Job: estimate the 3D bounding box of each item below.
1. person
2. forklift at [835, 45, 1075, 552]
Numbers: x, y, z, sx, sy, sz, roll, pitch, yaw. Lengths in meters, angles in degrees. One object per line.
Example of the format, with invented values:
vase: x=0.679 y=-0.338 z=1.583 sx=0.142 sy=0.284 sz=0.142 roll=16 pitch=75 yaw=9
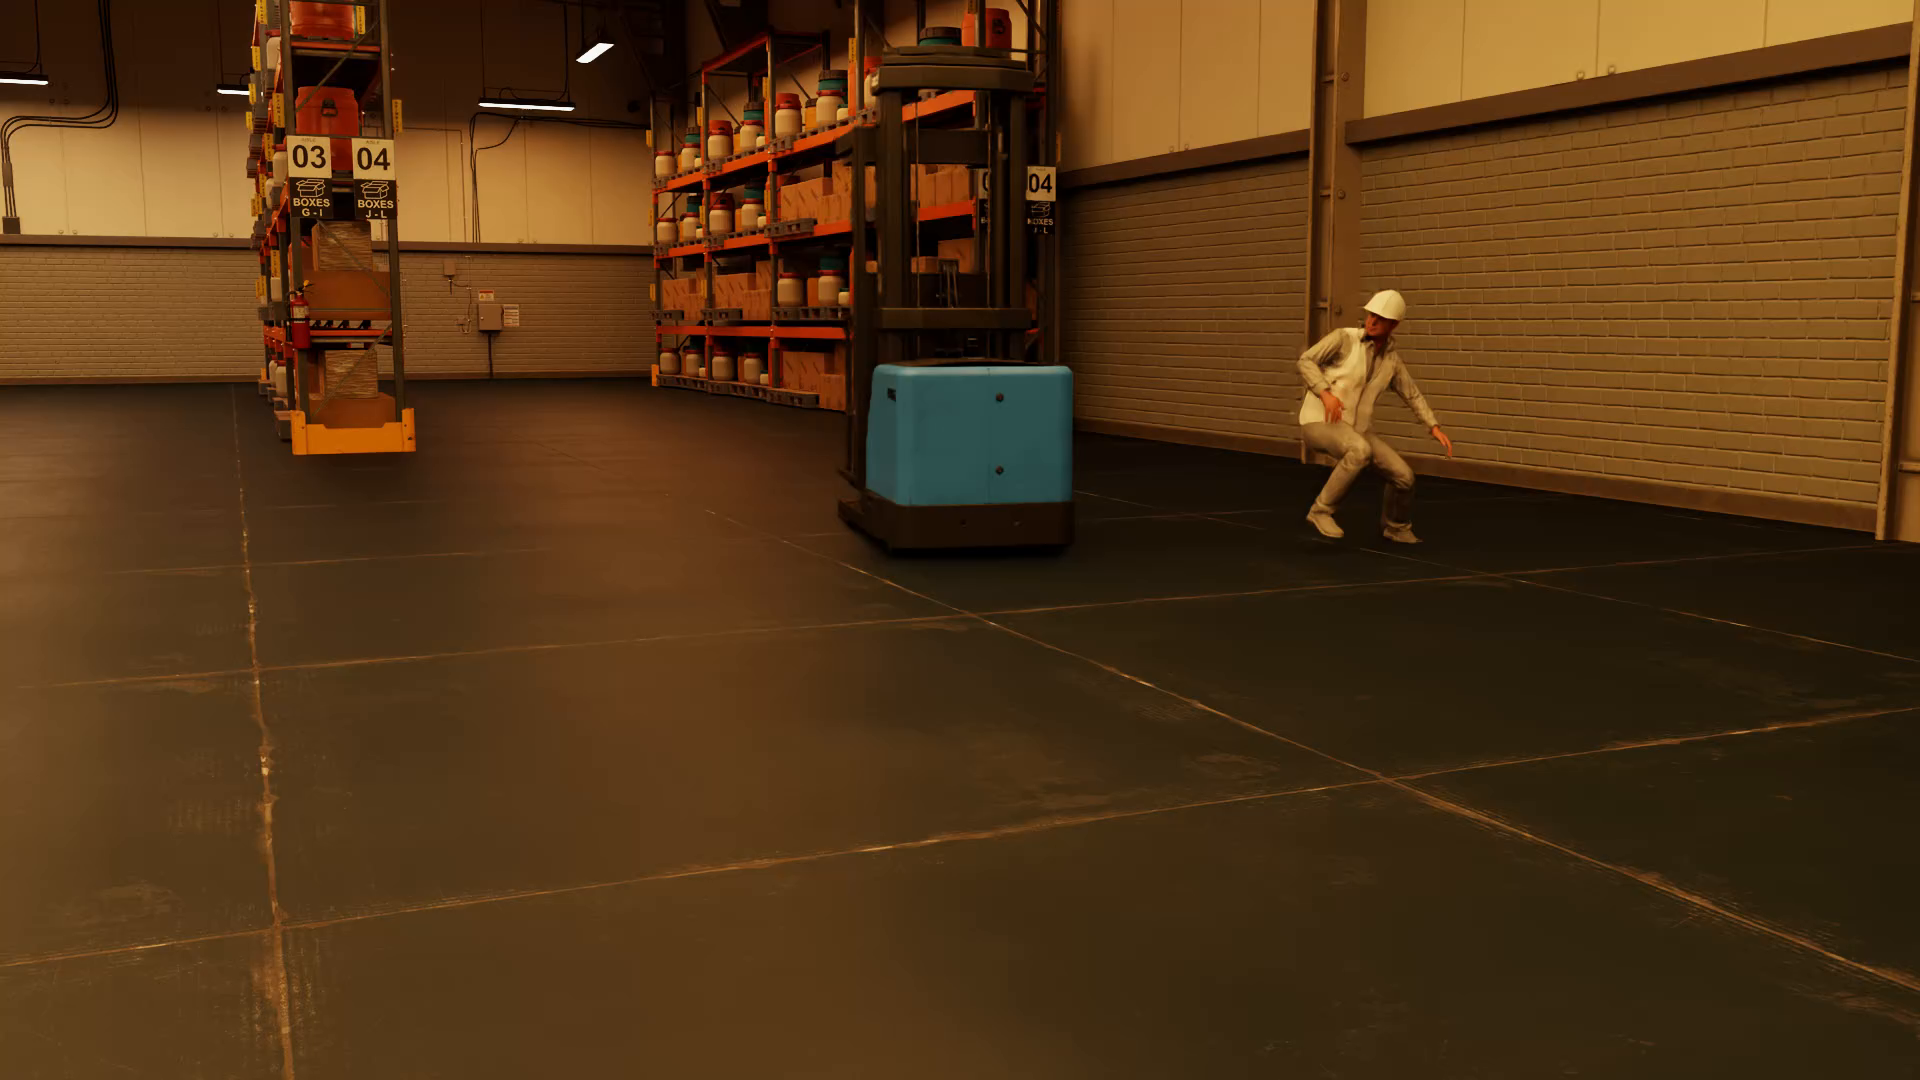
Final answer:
person: x=2.413 y=-0.689 z=9.812 sx=0.881 sy=1.554 sz=0.699 roll=-4 pitch=9 yaw=-29
forklift: x=-0.183 y=-1.538 z=10.607 sx=1.130 sy=2.935 sz=3.031 roll=-2 pitch=8 yaw=-13
